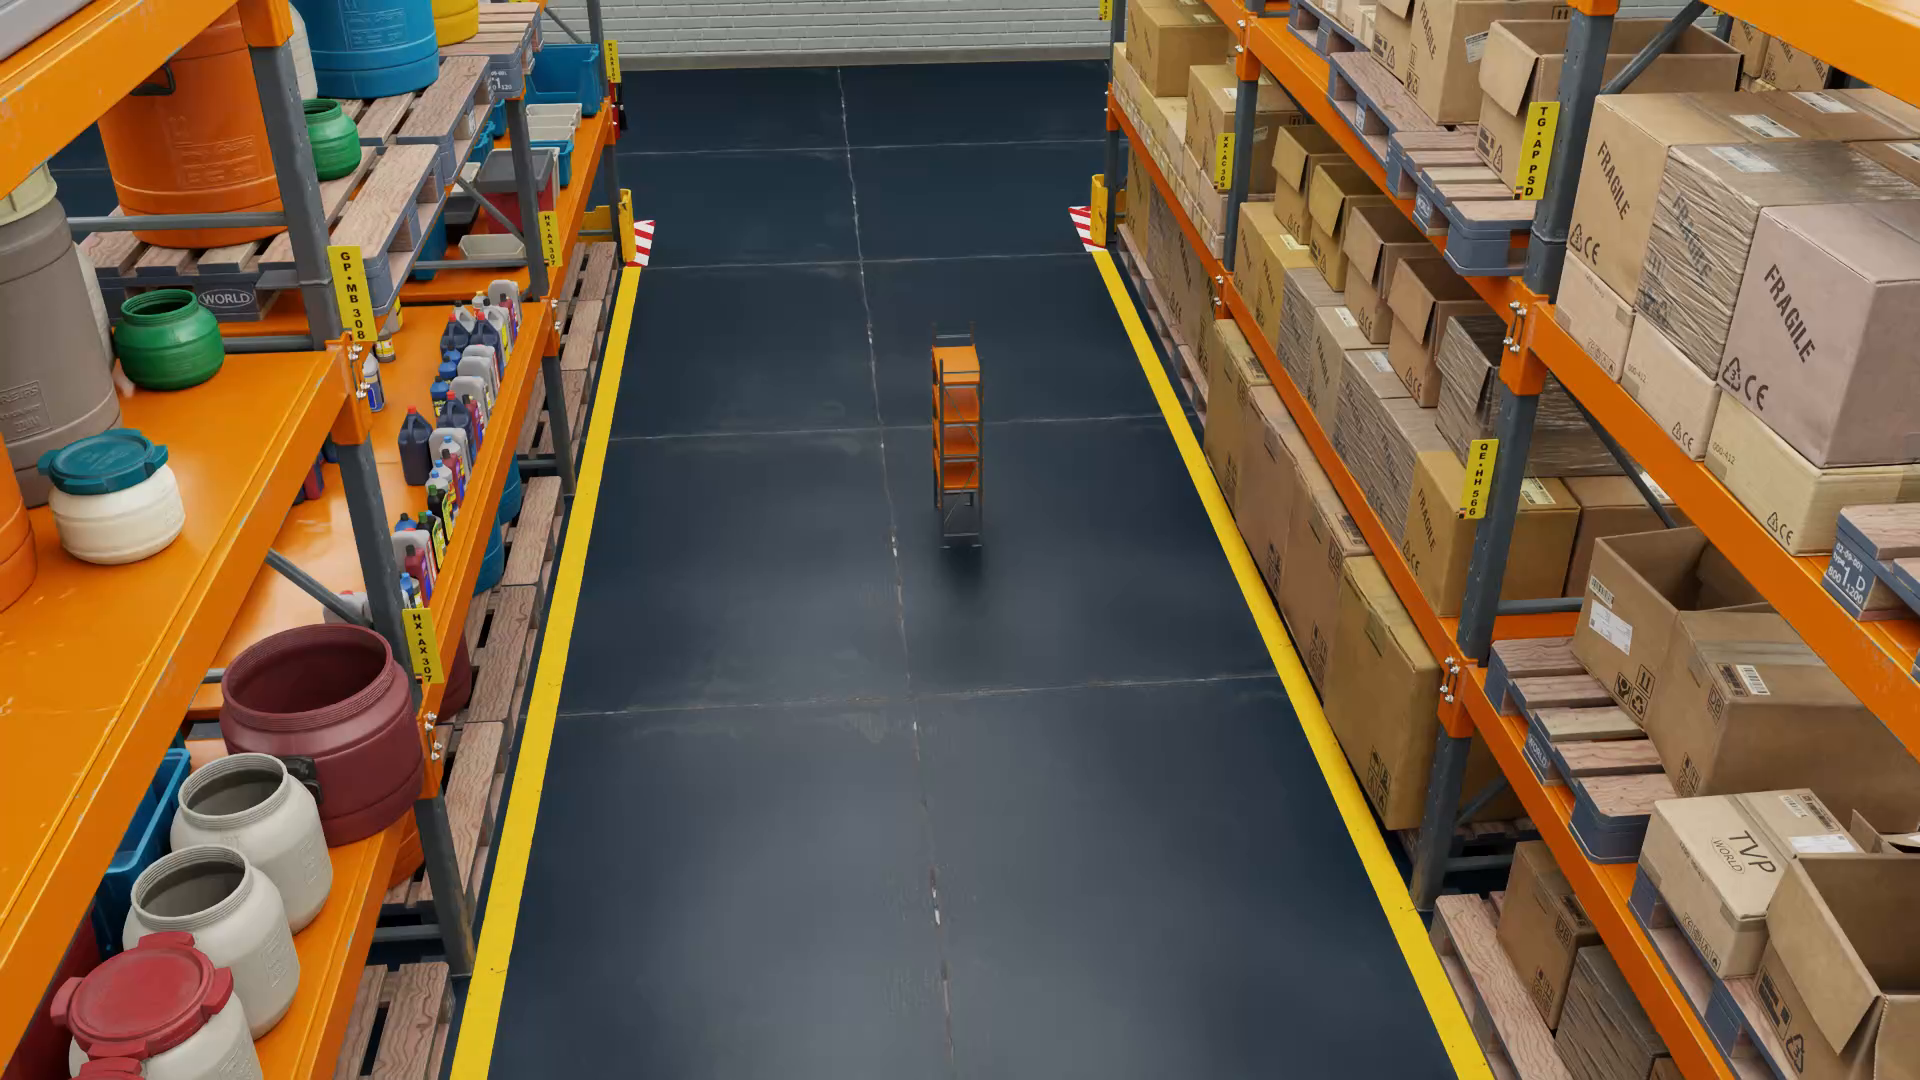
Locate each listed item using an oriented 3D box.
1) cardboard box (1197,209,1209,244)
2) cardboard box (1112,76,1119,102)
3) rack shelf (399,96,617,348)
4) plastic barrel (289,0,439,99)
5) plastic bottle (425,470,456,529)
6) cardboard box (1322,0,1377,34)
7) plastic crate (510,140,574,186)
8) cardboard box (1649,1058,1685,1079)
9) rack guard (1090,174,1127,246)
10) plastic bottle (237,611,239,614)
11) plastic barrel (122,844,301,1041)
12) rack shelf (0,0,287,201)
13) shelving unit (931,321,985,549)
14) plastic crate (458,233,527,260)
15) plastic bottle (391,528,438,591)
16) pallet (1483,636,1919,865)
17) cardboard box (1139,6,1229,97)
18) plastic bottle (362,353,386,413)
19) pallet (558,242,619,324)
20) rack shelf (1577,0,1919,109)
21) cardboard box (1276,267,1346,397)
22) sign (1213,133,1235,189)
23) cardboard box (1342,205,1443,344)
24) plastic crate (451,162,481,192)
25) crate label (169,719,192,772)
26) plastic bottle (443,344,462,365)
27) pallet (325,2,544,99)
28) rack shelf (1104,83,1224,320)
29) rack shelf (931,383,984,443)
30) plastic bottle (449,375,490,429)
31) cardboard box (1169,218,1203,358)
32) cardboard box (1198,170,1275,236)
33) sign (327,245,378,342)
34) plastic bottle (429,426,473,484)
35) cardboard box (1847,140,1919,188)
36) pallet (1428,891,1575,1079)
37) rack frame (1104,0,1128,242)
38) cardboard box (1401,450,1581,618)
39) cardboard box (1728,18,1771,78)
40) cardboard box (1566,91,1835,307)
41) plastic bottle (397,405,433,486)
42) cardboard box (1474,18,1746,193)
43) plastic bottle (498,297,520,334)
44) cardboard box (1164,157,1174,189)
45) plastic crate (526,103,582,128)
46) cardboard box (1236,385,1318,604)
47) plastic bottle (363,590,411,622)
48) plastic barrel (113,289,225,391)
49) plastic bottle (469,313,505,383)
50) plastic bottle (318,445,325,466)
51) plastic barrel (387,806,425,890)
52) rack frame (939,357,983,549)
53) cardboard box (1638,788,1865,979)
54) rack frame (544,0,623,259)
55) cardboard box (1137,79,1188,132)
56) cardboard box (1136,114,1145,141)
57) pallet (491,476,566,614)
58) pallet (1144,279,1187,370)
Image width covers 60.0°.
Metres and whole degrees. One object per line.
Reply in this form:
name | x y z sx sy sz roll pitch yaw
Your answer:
cardboard box | 1.689 -1.957 10.347 0.380 0.149 0.250 -2 31 -4
cardboard box | 1.399 -3.530 12.981 0.380 0.149 0.250 -2 31 -4
rack shelf | -3.050 -2.268 11.324 1.077 0.370 4.000 -3 31 -5
plastic barrel | -2.551 -2.375 6.978 0.600 0.901 0.708 -3 31 -5
plastic bottle | -2.269 -0.177 7.248 0.097 0.271 0.097 0 31 0
cardboard box | 2.081 -2.659 8.028 0.500 0.311 0.500 -4 31 -6
plastic crate | -2.790 -2.516 11.142 0.416 0.233 0.300 -3 31 -5
cardboard box | 2.649 2.046 5.408 0.700 0.500 0.500 0 31 0
rack guard | 1.692 -2.774 13.908 1.175 0.500 0.348 -3 31 -5
plastic bottle | -2.966 0.208 6.671 0.097 0.201 0.097 0 31 0
plastic barrel | -2.141 1.168 4.760 0.421 0.512 0.421 0 31 0
rack shelf | -2.303 -0.587 3.050 1.077 0.370 4.000 -3 31 -5
shelving unit | -0.015 -0.600 9.584 0.258 1.200 0.503 -3 31 -5
plastic crate | -2.764 -1.713 9.892 0.396 0.136 0.243 -3 31 -5
plastic bottle | -2.251 0.067 6.834 0.152 0.276 0.135 -3 31 -5
pallet | 2.614 0.690 5.857 1.213 0.211 1.003 -3 31 -5
cardboard box | 1.572 -3.443 11.715 0.500 0.500 0.500 -4 31 -6
plastic bottle | -2.961 -0.783 8.256 0.152 0.276 0.135 -3 31 -5
pallet | -3.198 -1.978 12.856 1.003 0.211 1.213 -3 31 -5
rack shelf | 2.629 -0.825 3.447 1.077 0.370 4.000 -3 31 -5
cardboard box | 1.956 -1.077 8.531 0.500 0.500 0.500 -3 31 -6
sign | 1.516 -2.171 9.539 0.100 0.325 0.005 -3 31 -5
cardboard box | 2.262 -1.273 7.882 0.797 0.503 0.637 -2 31 -3
plastic crate | -3.325 -2.343 10.947 0.293 0.136 0.466 -3 31 -5
crate label | -2.823 0.791 5.664 0.303 0.233 0.416 -3 31 -5
plastic bottle | -2.546 -0.855 8.383 0.097 0.271 0.097 0 31 0
pallet | -2.693 -2.367 8.047 1.213 0.211 1.003 -3 31 -5
rack shelf | 1.881 -2.505 11.721 1.077 0.370 4.000 -3 31 -5
rack shelf | -0.015 -0.734 9.504 0.258 0.148 0.480 -3 31 -5
plastic bottle | -2.389 -0.686 8.094 0.152 0.276 0.135 -3 31 -5
cardboard box | 2.002 -1.862 11.604 0.875 0.875 0.875 -3 31 -5
cardboard box | 1.766 -2.069 10.146 0.500 0.250 0.500 -3 31 -6
sign | -1.942 -0.786 5.319 0.100 0.325 0.005 -3 31 -5
plastic bottle | -2.338 -0.405 7.624 0.152 0.276 0.135 -3 31 -5
cardboard box | 2.794 -0.803 4.660 0.500 0.500 0.500 -3 31 -5
pallet | 2.513 1.845 6.455 1.003 0.211 1.213 -3 31 -5
rack frame | 1.694 -3.835 13.246 1.000 3.000 0.127 -3 31 -5
cardboard box | 2.149 -0.034 6.785 0.500 0.500 0.500 -2 31 -3
cardboard box | 6.409 -3.950 13.050 0.500 0.500 0.500 -1 31 -2
cardboard box | 2.230 -1.044 5.063 0.500 0.500 0.500 -2 31 -4
plastic bottle | -2.487 -0.443 7.614 0.144 0.351 0.185 -3 31 -5
cardboard box | 2.313 -1.571 6.021 0.797 0.503 0.637 -1 31 -2
plastic bottle | -2.466 -1.227 9.073 0.097 0.201 0.097 0 31 0
cardboard box | 1.593 -2.481 11.225 0.380 0.149 0.250 -3 31 -5
plastic crate | -2.980 -3.103 12.219 0.396 0.136 0.243 -3 31 -5
cardboard box | 2.232 -0.279 8.955 1.225 0.875 0.875 -4 31 -6
plastic bottle | -2.208 0.303 6.439 0.152 0.276 0.135 -3 31 -5
plastic barrel | -2.415 -0.611 5.075 0.294 0.245 0.294 0 31 0
plastic bottle | -2.434 -0.987 8.525 0.144 0.351 0.185 -3 31 -5
plastic bottle | -3.062 -0.508 7.724 0.144 0.351 0.185 -3 31 -5
plastic barrel | -2.552 0.989 6.877 0.600 0.830 0.708 -3 31 -5
rack frame | 0.007 -0.475 9.376 0.240 1.200 0.015 -3 31 -5
cardboard box | 2.369 1.000 4.888 0.500 0.250 0.500 -4 31 -6
rack frame | -3.237 -3.598 12.849 1.000 3.000 0.127 -3 31 -5
cardboard box | 1.569 -3.119 11.903 0.500 0.250 0.500 -4 31 -6
cardboard box | 1.497 -3.006 12.103 0.380 0.149 0.250 -3 31 -6
pallet | -2.833 0.037 9.482 1.003 0.211 1.213 -3 31 -5
pallet | 1.958 -1.612 12.244 1.003 0.211 1.213 -3 31 -5
